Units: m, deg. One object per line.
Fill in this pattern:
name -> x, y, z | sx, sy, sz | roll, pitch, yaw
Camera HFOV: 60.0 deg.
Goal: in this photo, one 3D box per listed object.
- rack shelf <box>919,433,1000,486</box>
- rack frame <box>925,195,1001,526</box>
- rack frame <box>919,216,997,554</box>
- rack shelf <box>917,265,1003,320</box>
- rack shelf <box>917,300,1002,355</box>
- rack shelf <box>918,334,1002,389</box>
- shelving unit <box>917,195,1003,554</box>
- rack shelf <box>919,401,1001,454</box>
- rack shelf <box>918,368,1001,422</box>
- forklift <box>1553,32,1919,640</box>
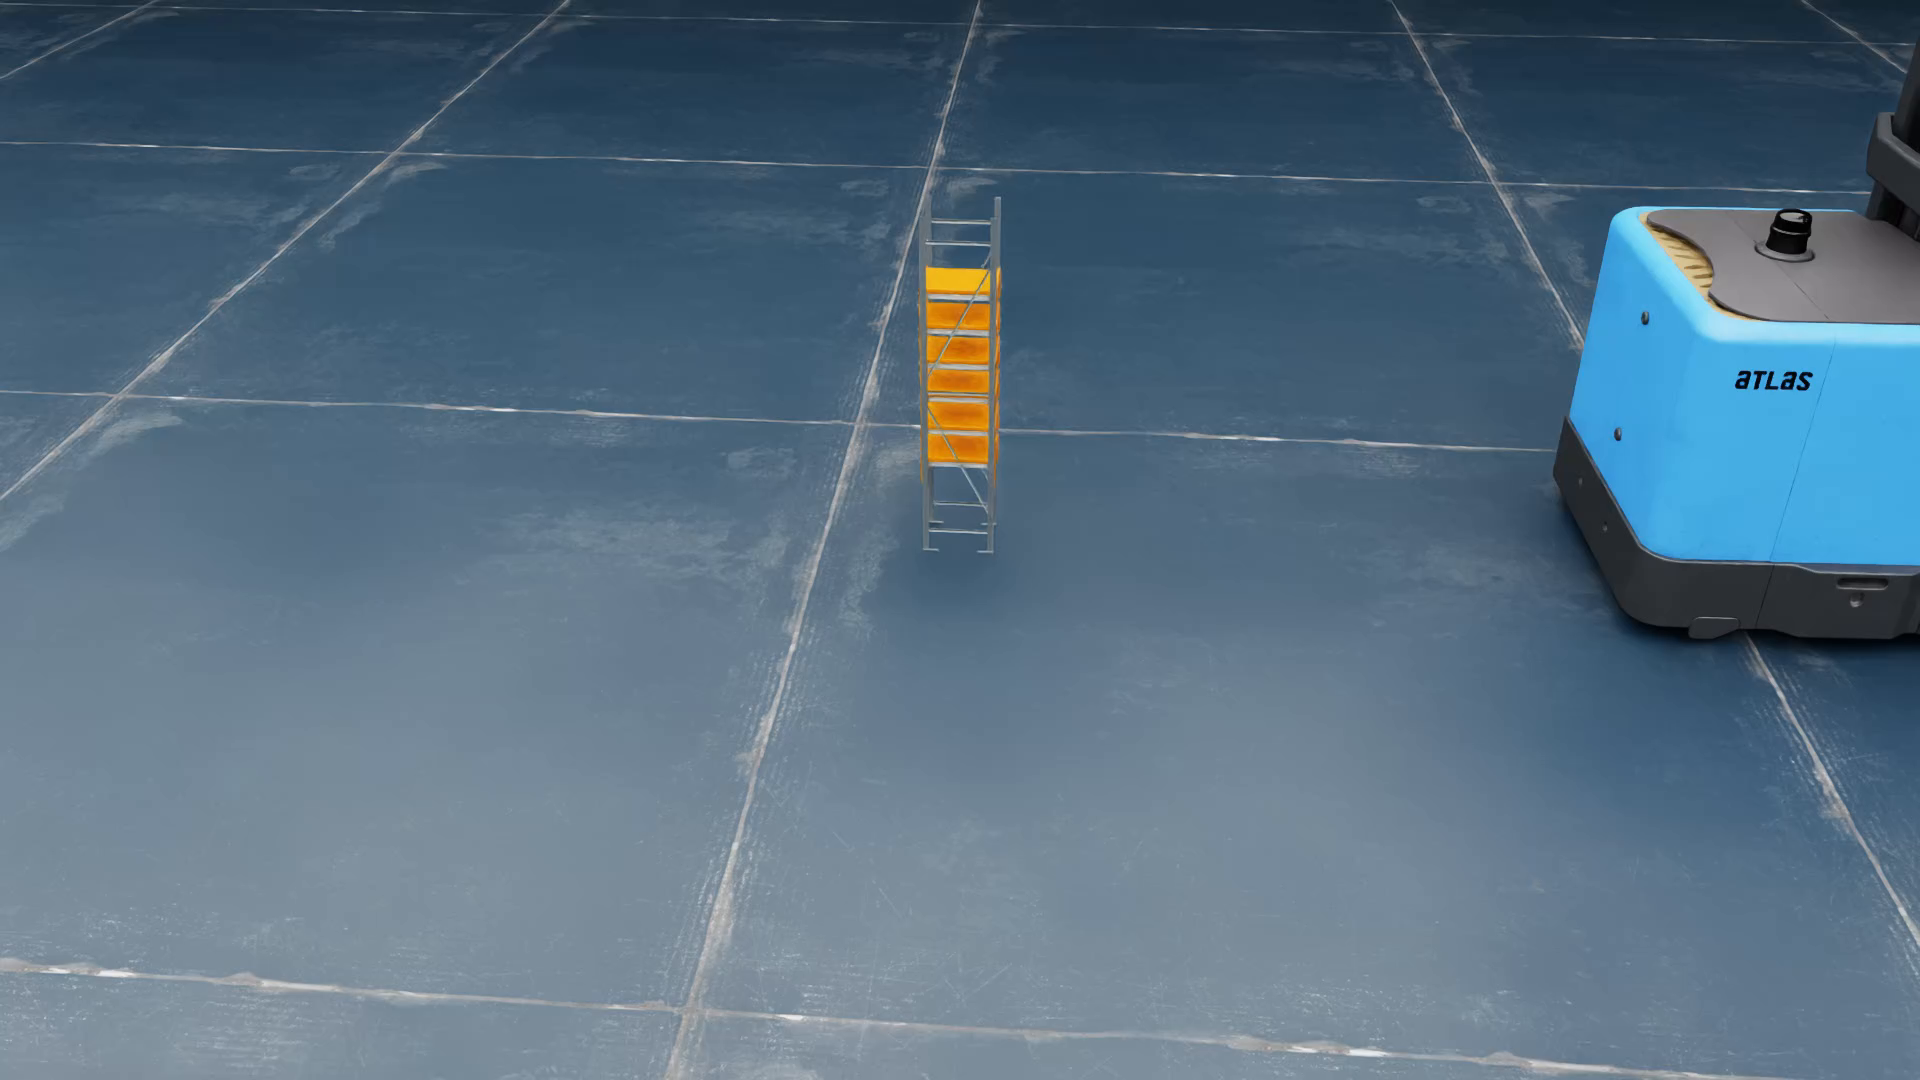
rack shelf -> 0.001, -0.276, 5.597 | 0.258, 0.103, 0.180 | 2, 32, 4
rack frame -> 0.009, -0.566, 5.525 | 0.240, 1.200, 0.006 | 2, 32, 4
rack frame -> -0.006, -0.471, 5.370 | 0.240, 1.200, 0.006 | 2, 32, 4
rack shelf -> 0.001, -0.787, 5.282 | 0.258, 0.103, 0.180 | 2, 32, 4
rack shelf -> 0.001, -0.685, 5.345 | 0.258, 0.103, 0.180 | 2, 32, 4
rack shelf -> 0.001, -0.583, 5.408 | 0.258, 0.103, 0.180 | 2, 32, 4
shelving unit -> 0.001, -0.518, 5.447 | 0.258, 1.200, 0.189 | 2, 32, 4
rack shelf -> 0.001, -0.378, 5.534 | 0.258, 0.103, 0.180 | 2, 32, 4
rack shelf -> 0.001, -0.481, 5.471 | 0.258, 0.103, 0.180 | 2, 32, 4
forklift -> 3.626, -1.154, 4.829 | 3.031, 2.935, 1.130 | 1, 32, 2
